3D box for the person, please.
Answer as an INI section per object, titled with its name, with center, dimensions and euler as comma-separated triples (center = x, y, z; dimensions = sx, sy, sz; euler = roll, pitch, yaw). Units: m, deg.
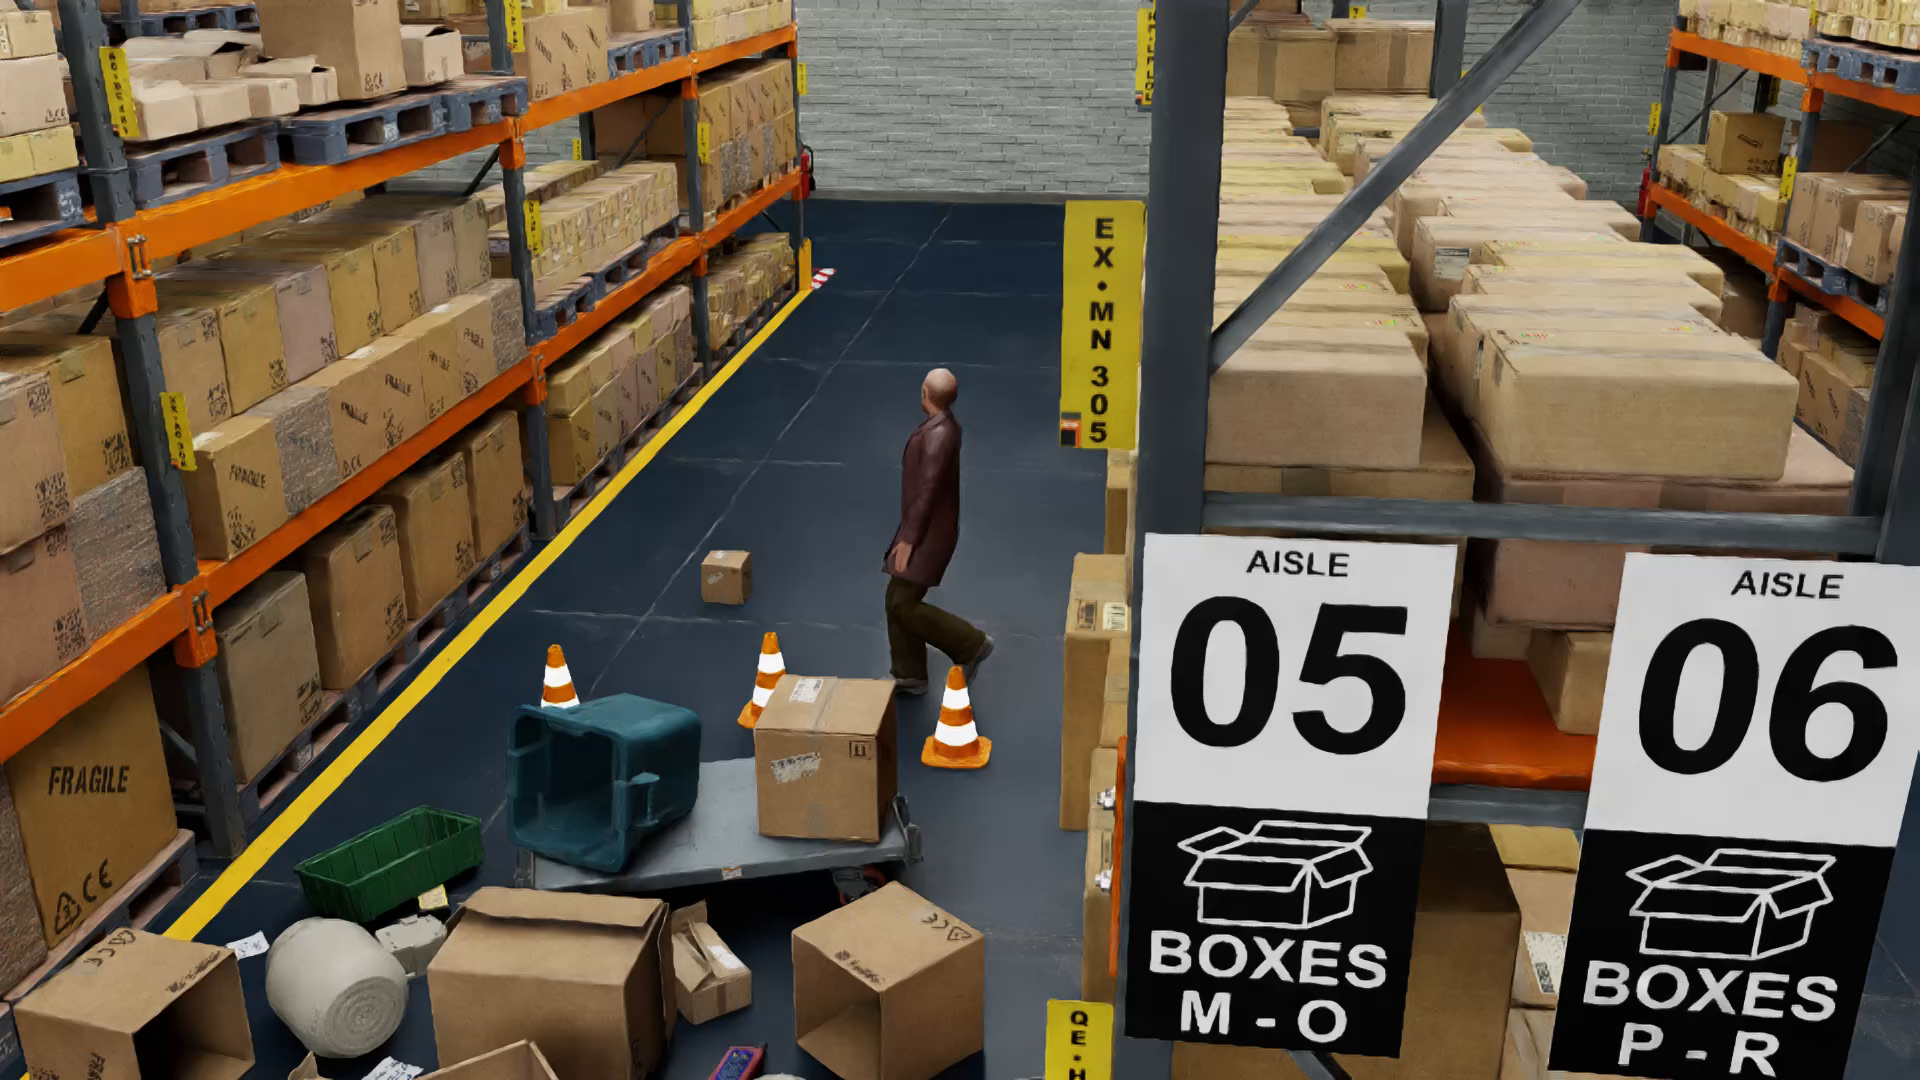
[person]
center = -0.173, -0.036, 8.760
dimensions = 0.714, 1.732, 0.632
euler = 0, 21, 0
